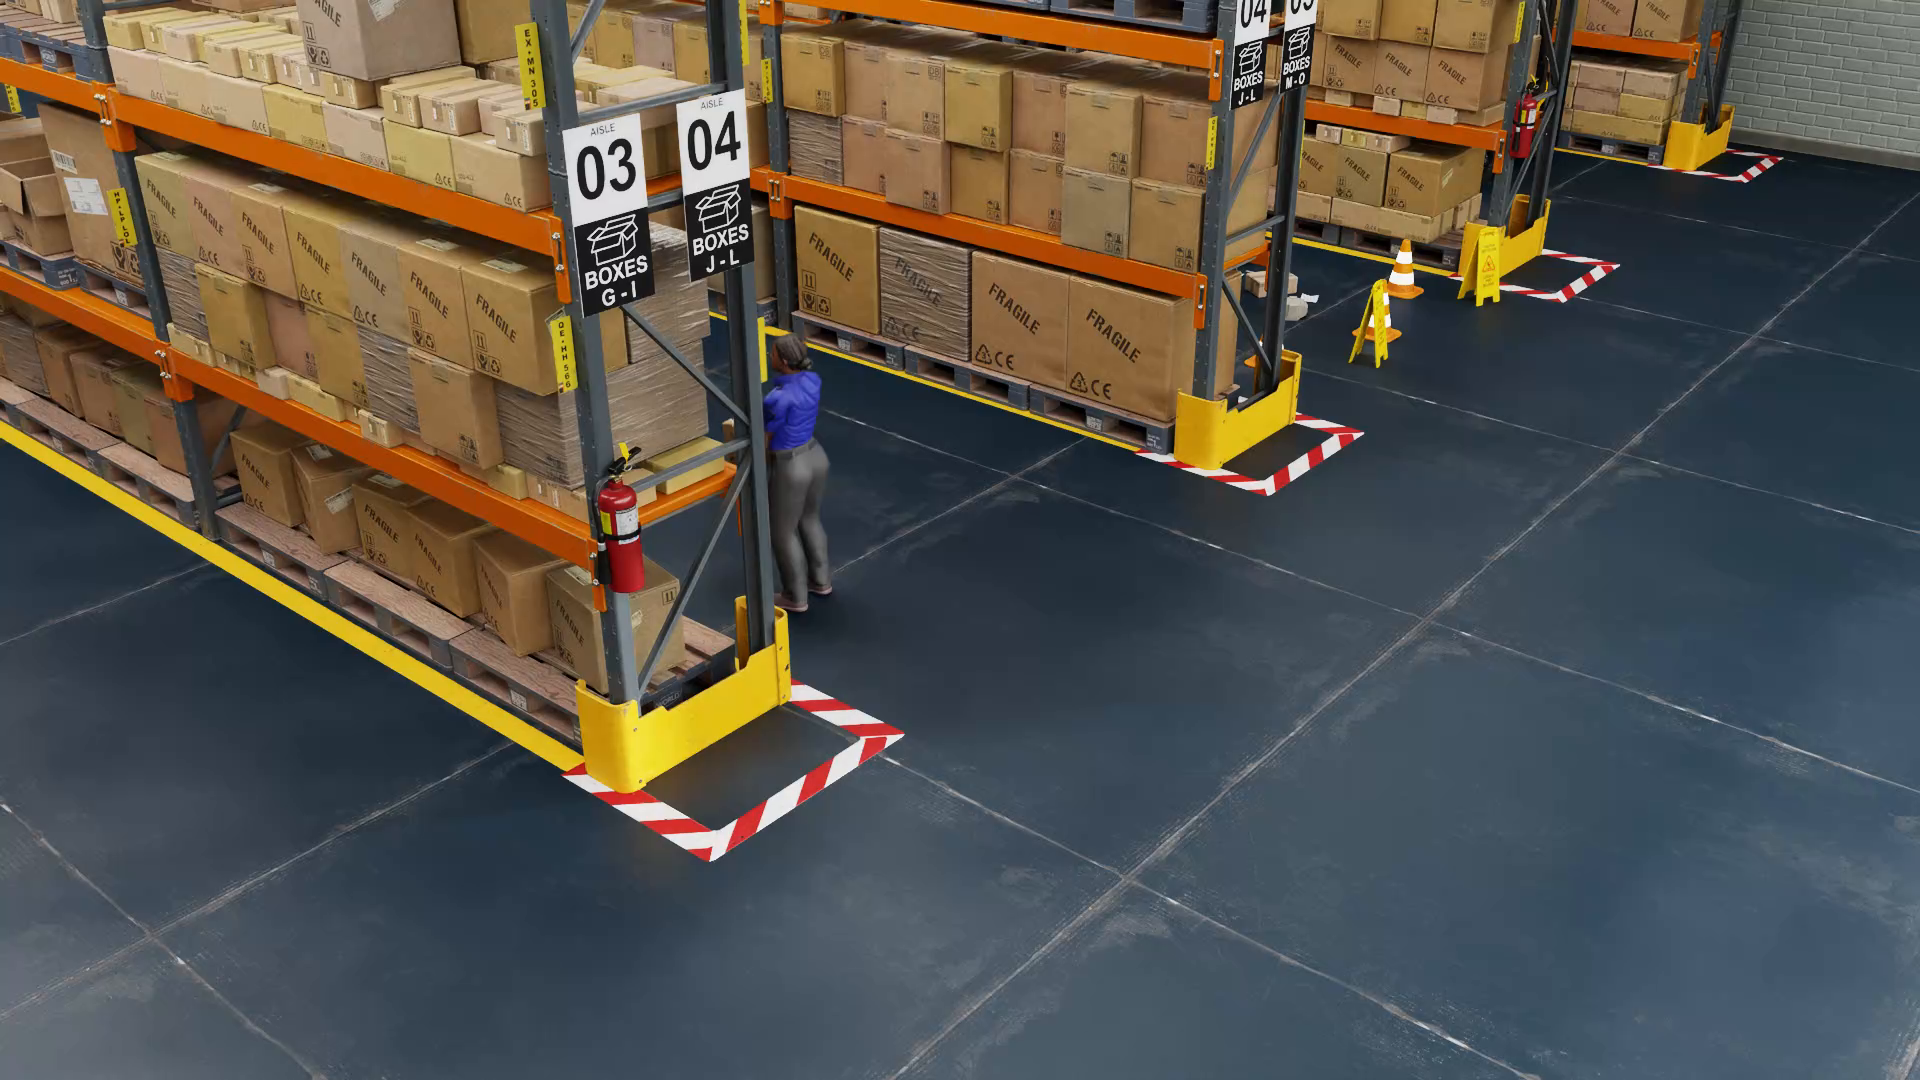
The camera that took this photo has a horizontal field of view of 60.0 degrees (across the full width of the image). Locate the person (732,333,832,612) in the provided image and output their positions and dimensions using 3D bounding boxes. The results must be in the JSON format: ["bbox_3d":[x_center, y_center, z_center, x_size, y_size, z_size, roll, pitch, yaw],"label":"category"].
[{"bbox_3d":[-1.007,-0.405,9.414,0.502,1.656,0.435,15,31,27],"label":"person"}]
